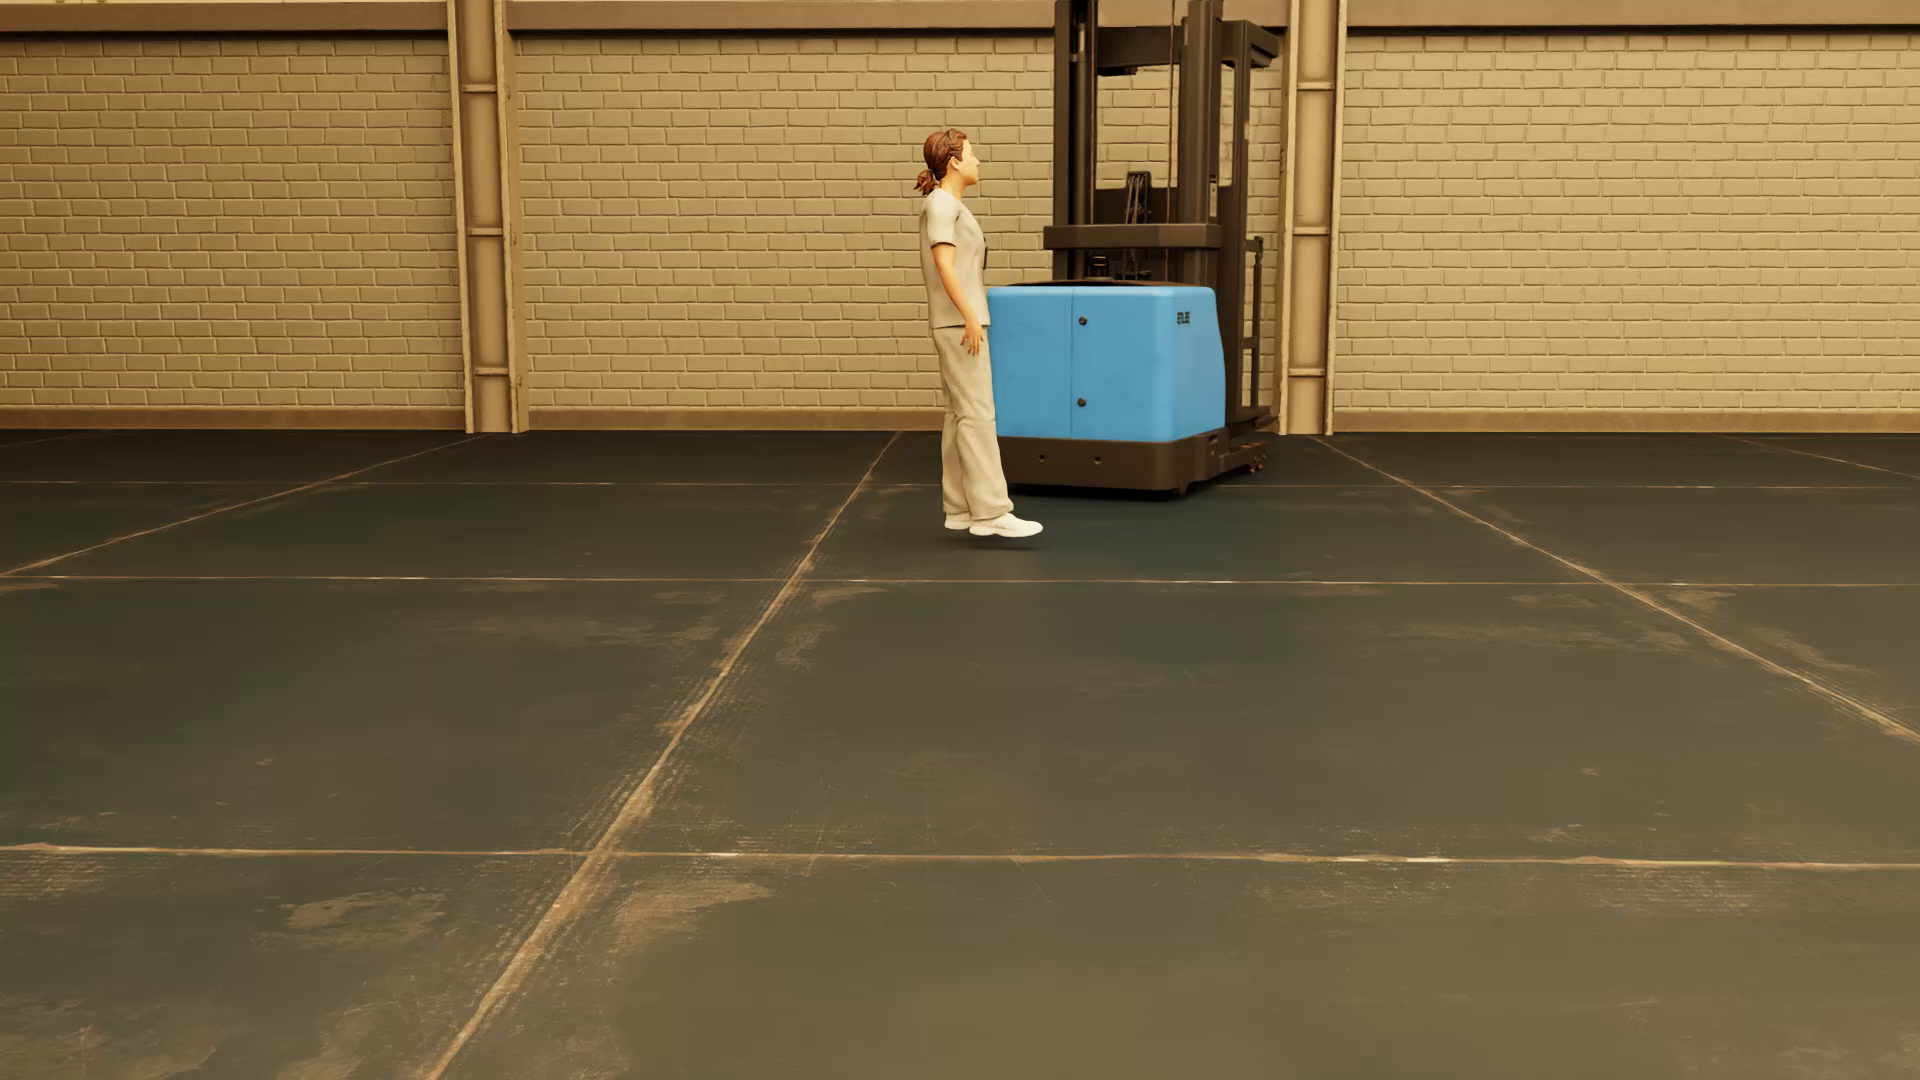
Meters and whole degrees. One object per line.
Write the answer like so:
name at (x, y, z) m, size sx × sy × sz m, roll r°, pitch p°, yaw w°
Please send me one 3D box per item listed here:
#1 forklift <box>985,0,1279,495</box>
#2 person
forklift at (1.176, -1.859, 9.595) m, size 1.130 × 2.935 × 3.031 m, roll 4°, pitch 9°, yaw 24°
person at (0.073, -0.873, 6.978) m, size 0.549 × 1.675 × 0.549 m, roll 0°, pitch 9°, yaw 1°
